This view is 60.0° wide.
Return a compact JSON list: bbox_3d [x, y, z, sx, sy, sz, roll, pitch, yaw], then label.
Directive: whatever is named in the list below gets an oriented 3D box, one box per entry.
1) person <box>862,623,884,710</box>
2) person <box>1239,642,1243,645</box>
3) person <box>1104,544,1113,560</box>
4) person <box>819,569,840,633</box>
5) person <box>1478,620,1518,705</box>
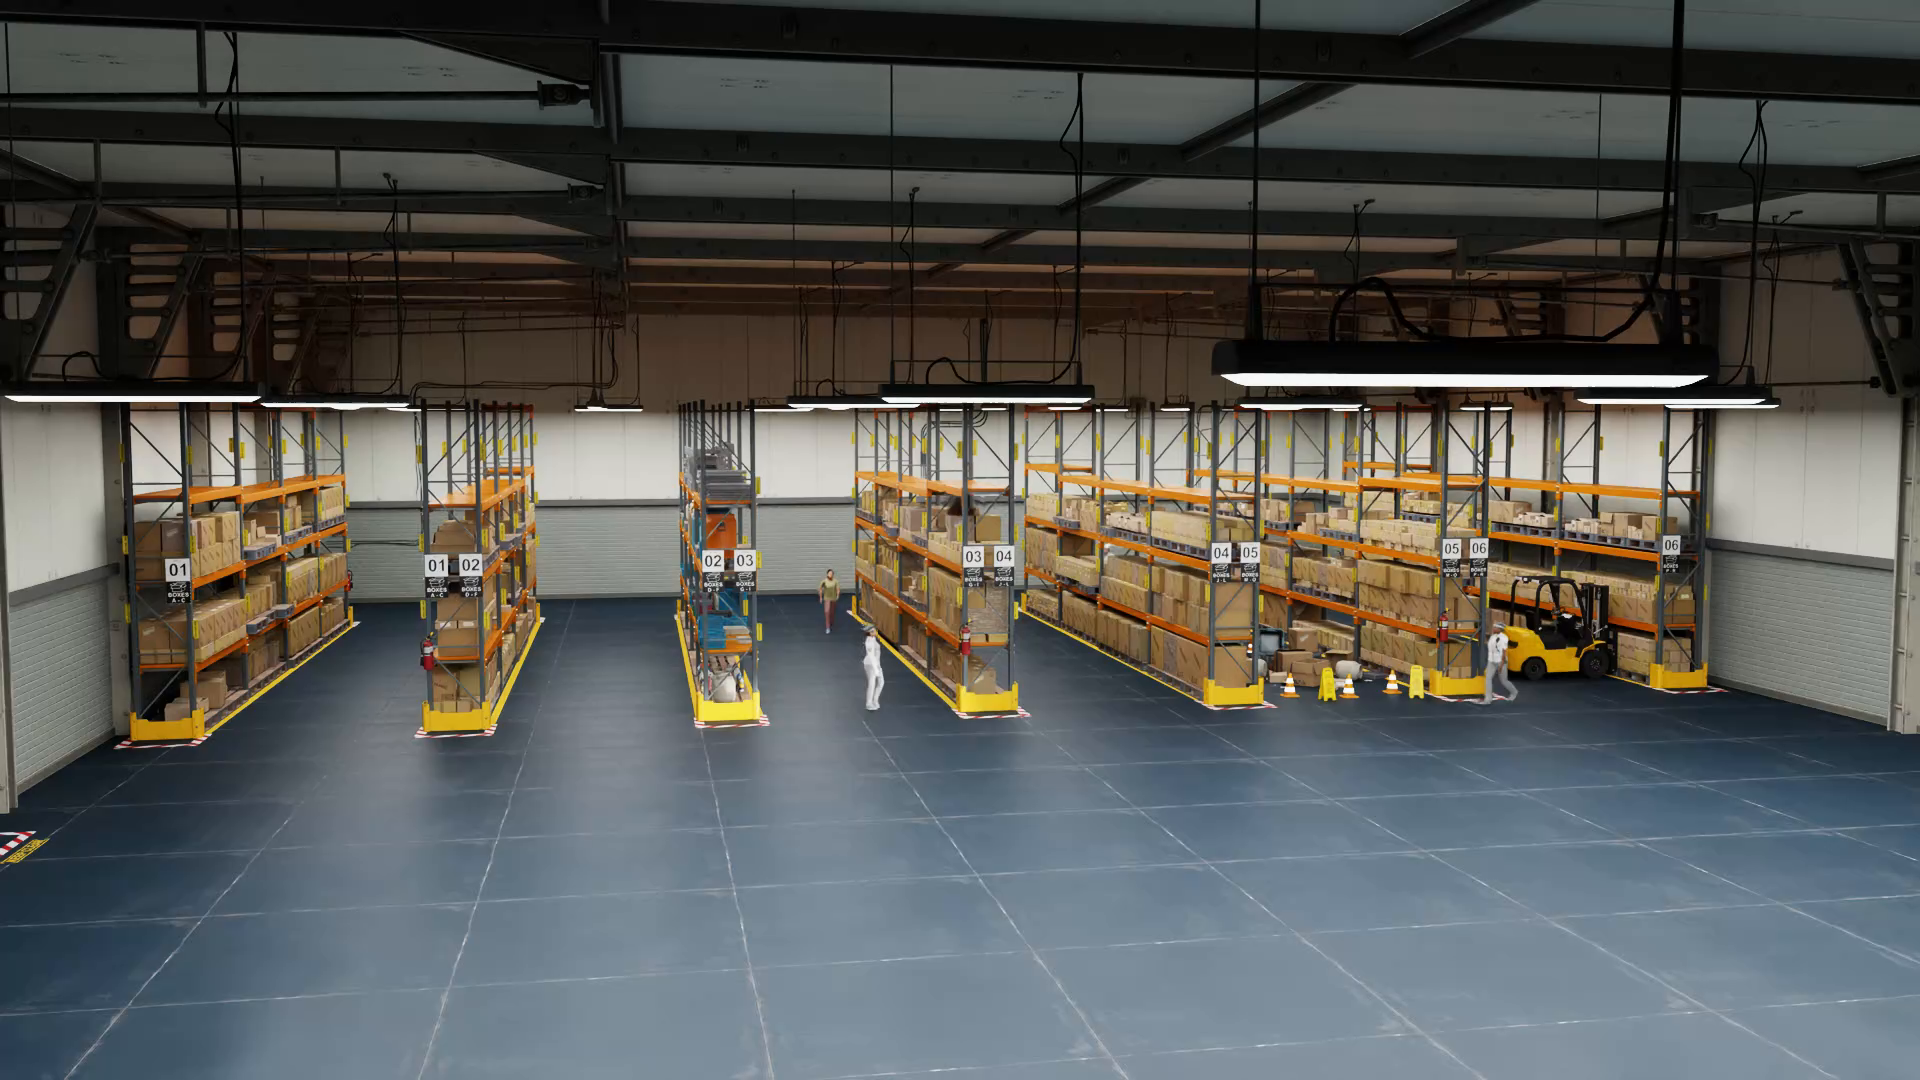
[{"bbox_3d":[-1.674,2.480,32.322,0.419,1.741,0.553,1,5,19],"label":"person"},{"bbox_3d":[6.622,1.926,39.745,0.334,1.600,0.485,0,4,-3],"label":"person"},{"bbox_3d":[4.566,0.978,51.276,0.856,1.739,0.564,-1,5,-19],"label":"person"},{"bbox_3d":[-3.440,1.607,43.981,0.533,1.672,0.932,-1,4,-8],"label":"person"},{"bbox_3d":[10.625,2.409,32.796,0.888,1.663,0.429,-3,5,-36],"label":"person"}]
